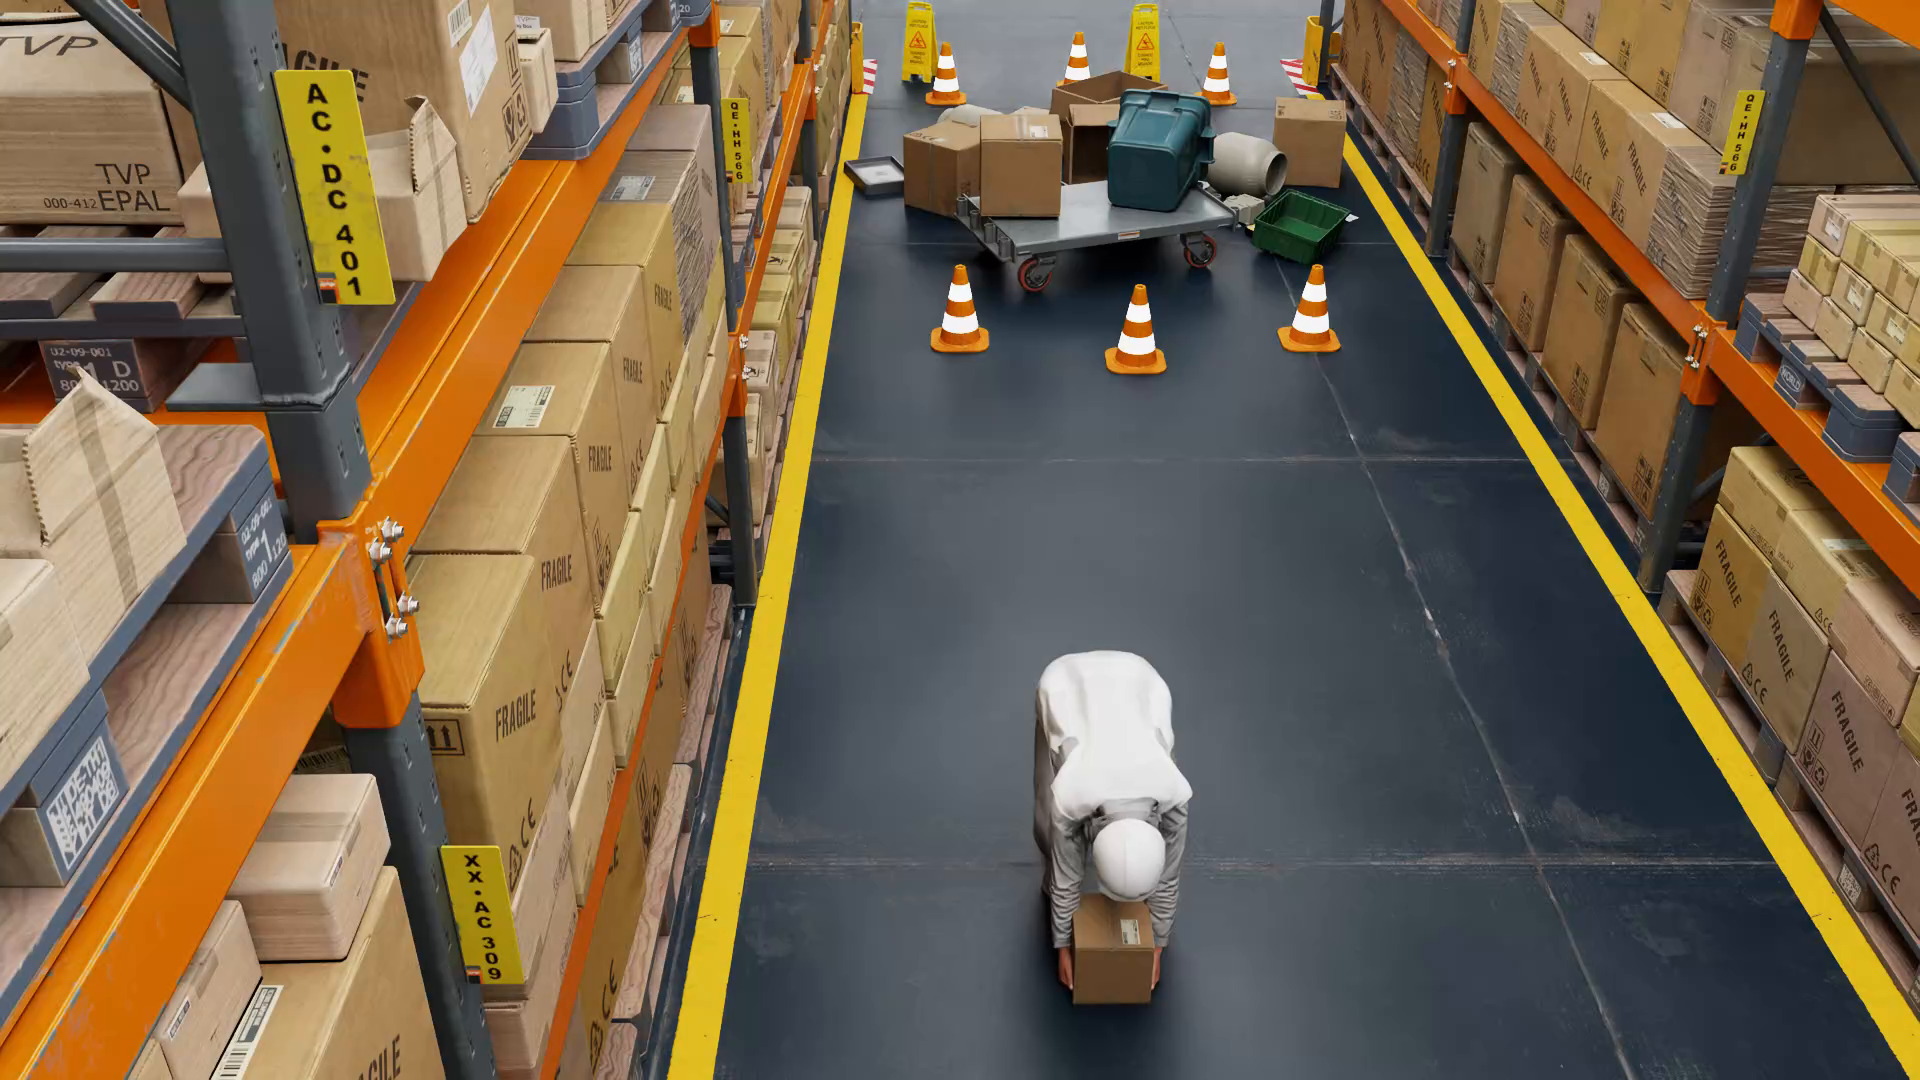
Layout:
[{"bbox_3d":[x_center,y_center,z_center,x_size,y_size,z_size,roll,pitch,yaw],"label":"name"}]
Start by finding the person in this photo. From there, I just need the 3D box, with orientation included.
[{"bbox_3d":[0.502,0.916,5.475,0.520,0.896,1.004,-1,31,-2],"label":"person"}]
